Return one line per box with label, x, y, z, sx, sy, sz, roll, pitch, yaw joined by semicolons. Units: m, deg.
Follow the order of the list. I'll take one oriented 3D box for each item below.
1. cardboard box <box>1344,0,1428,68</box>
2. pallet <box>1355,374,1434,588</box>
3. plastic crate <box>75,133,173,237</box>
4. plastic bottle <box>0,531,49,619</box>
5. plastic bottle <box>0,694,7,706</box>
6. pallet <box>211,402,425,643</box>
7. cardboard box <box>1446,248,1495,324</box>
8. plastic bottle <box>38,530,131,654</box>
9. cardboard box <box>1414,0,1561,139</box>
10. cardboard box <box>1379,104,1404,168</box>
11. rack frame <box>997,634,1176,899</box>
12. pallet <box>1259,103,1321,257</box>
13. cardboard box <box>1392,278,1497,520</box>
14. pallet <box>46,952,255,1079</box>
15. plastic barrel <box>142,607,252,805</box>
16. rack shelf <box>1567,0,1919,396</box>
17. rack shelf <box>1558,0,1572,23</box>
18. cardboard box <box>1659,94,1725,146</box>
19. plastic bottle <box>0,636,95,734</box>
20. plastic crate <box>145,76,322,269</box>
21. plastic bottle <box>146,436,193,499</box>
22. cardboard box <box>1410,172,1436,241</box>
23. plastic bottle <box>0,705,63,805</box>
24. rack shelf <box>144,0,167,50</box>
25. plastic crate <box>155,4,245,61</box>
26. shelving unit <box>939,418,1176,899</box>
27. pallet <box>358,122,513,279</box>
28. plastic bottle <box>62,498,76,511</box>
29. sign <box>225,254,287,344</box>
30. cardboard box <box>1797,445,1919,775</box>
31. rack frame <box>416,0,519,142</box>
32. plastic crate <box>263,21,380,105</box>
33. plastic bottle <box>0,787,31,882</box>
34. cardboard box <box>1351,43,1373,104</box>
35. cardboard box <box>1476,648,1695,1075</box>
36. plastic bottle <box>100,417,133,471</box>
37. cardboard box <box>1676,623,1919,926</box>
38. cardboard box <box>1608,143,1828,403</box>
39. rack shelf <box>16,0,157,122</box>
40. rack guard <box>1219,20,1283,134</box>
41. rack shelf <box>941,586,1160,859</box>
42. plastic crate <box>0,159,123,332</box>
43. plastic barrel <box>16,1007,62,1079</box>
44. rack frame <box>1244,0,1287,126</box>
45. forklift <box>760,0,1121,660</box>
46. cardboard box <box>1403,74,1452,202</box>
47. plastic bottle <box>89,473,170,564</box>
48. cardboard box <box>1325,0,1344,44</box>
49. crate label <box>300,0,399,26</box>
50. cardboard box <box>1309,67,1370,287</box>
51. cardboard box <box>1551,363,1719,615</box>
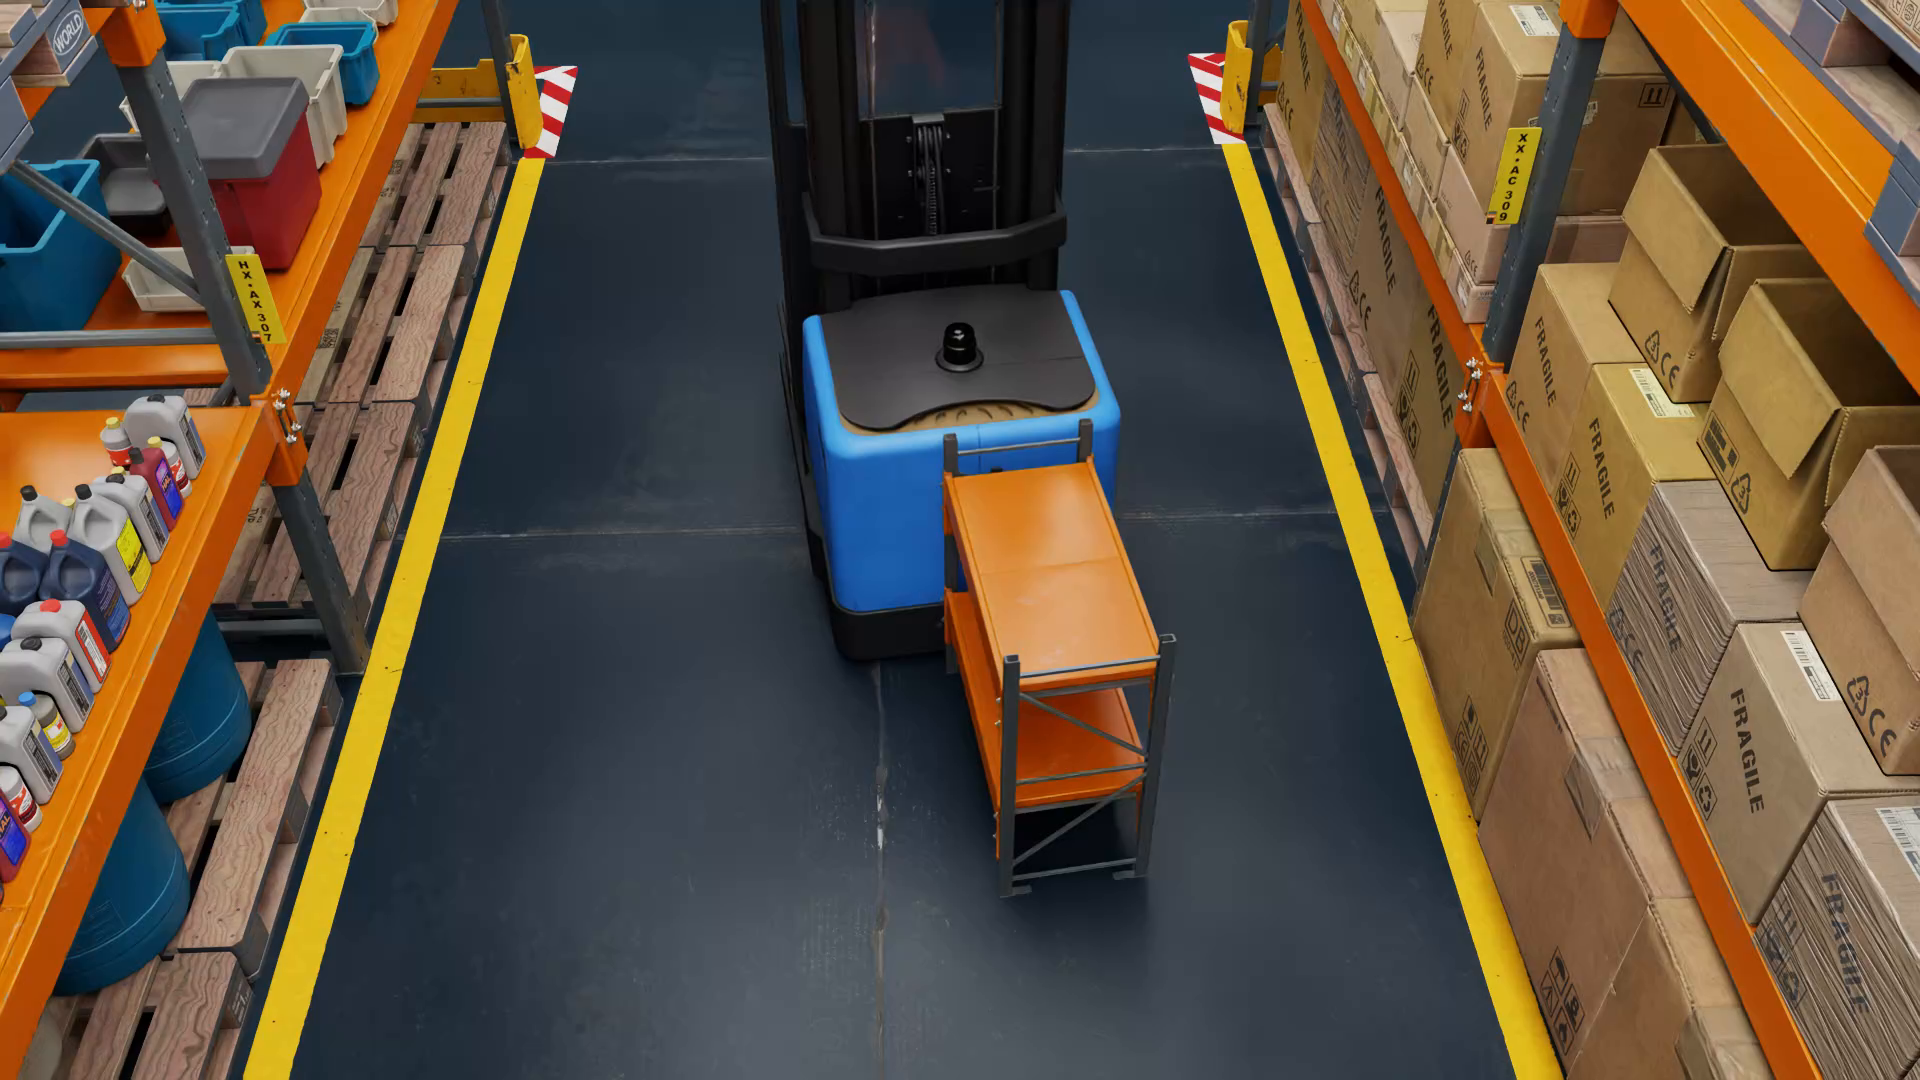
cardboard box;1.882;-2.147;6.764;0.500;0.250;0.500;-2;43;-3
pallet;2.273;-0.254;6.871;1.003;0.211;1.213;-2;43;-2
plastic crate;-3.037;-1.293;6.100;0.437;0.125;0.590;-2;43;-2
plastic bottle;-2.492;0.134;4.421;0.144;0.351;0.185;-2;43;-2
plastic bottle;-2.463;0.374;4.218;0.097;0.271;0.097;0;43;0
pallet;-2.791;-0.092;6.694;1.003;0.211;1.213;-2;43;-2
cardboard box;1.887;-0.871;5.666;0.380;0.149;0.250;-1;43;-2
plastic bottle;-2.348;0.130;4.425;0.144;0.351;0.185;-2;43;-2
cardboard box;1.923;-1.739;5.763;0.500;0.500;0.500;-1;43;-1
cardboard box;1.843;-1.565;6.424;0.380;0.149;0.250;-1;43;-1
rack frame;0.373;0.724;5.128;0.500;1.125;0.032;-7;43;-7
pallet;2.169;-1.902;8.668;1.003;0.211;1.213;-2;43;-2
cardboard box;2.279;-0.586;6.431;0.875;0.875;0.875;-2;43;-2
pallet;-2.675;1.751;4.683;1.003;0.211;1.213;-2;43;-2
plastic barrel;-2.715;0.362;5.377;0.600;0.901;0.708;-2;43;-2
rack shelf;2.312;-0.257;3.123;1.077;0.370;4.000;-2;43;-2
rack shelf;2.142;-2.957;6.069;1.077;0.370;4.000;-2;43;-2
cardboard box;2.462;-1.428;5.424;0.500;0.500;0.500;-2;43;-2
plastic bottle;-2.339;0.356;4.234;0.152;0.276;0.135;-2;43;-2
plastic crate;-2.509;-1.280;5.835;0.402;0.464;0.583;-2;43;-2
plastic bottle;-2.349;-0.217;4.914;0.097;0.201;0.097;0;43;0
cardboard box;1.865;-1.218;6.044;0.380;0.149;0.250;-2;43;-3
plastic bottle;-2.329;0.512;4.063;0.152;0.276;0.135;-2;43;-2
rack shelf;-2.806;-2.815;5.914;1.077;0.370;4.000;-2;43;-2
plastic crate;-3.141;-2.018;6.811;0.416;0.233;0.300;-2;43;-2
shelving unit;0.283;0.386;5.497;0.538;1.125;1.048;-7;43;-7
pallet;-2.895;-1.739;8.491;1.003;0.211;1.213;-2;43;-2
plastic bottle;-2.490;-0.032;4.712;0.097;0.201;0.097;0;43;0
sign;-2.172;-0.741;5.134;0.100;0.325;0.005;-2;43;-2
cardboard box;2.322;0.140;3.561;0.797;0.503;0.637;0;43;0
rack frame;-2.891;-3.325;8.158;1.000;3.000;0.127;-2;43;-2
plastic crate;-2.548;-1.906;6.689;0.416;0.233;0.300;-2;43;-2
plastic bottle;-2.274;0.665;3.891;0.061;0.283;0.133;-2;43;-2
cardboard box;1.822;-1.910;6.800;0.380;0.149;0.250;-1;43;-1
cardboard box;2.313;0.896;4.814;1.225;0.875;0.875;-3;43;-3
plastic bottle;-2.505;-0.278;4.981;0.097;0.201;0.097;0;43;0
cardboard box;2.067;0.540;3.867;0.500;0.500;0.500;-1;43;-1
cardboard box;2.263;-0.742;4.524;0.797;0.503;0.637;-3;43;-3
rack shelf;-2.636;-0.115;2.968;1.077;0.370;4.000;-2;43;-2
rack guard;2.056;-2.562;9.175;1.175;0.500;0.348;-2;43;-2
rack shelf;0.283;0.566;5.662;0.538;0.278;1.000;-7;43;-7
plastic crate;-3.082;-0.946;5.530;0.392;0.384;0.575;-2;43;-2
plastic barrel;-2.751;1.367;4.569;0.421;0.512;0.421;0;43;0
rack frame;2.057;-3.467;8.313;1.000;3.000;0.127;-2;43;-2
forklift;-0.197;-1.640;6.371;1.130;2.935;3.031;-7;43;-7
cardboard box;1.922;-1.461;6.015;0.500;0.250;0.500;0;43;-1
plastic bottle;-2.366;-0.075;4.704;0.152;0.276;0.135;-2;43;-2
cardboard box;1.800;-2.257;7.179;0.380;0.149;0.250;-2;43;-2
crate label;-2.642;-2.321;7.213;0.396;0.136;0.243;-2;43;-2
cardboard box;2.203;-1.795;7.750;0.875;0.875;0.875;-2;43;-2
cardboard box;2.019;-0.146;4.616;0.500;0.500;0.500;-2;43;-2
